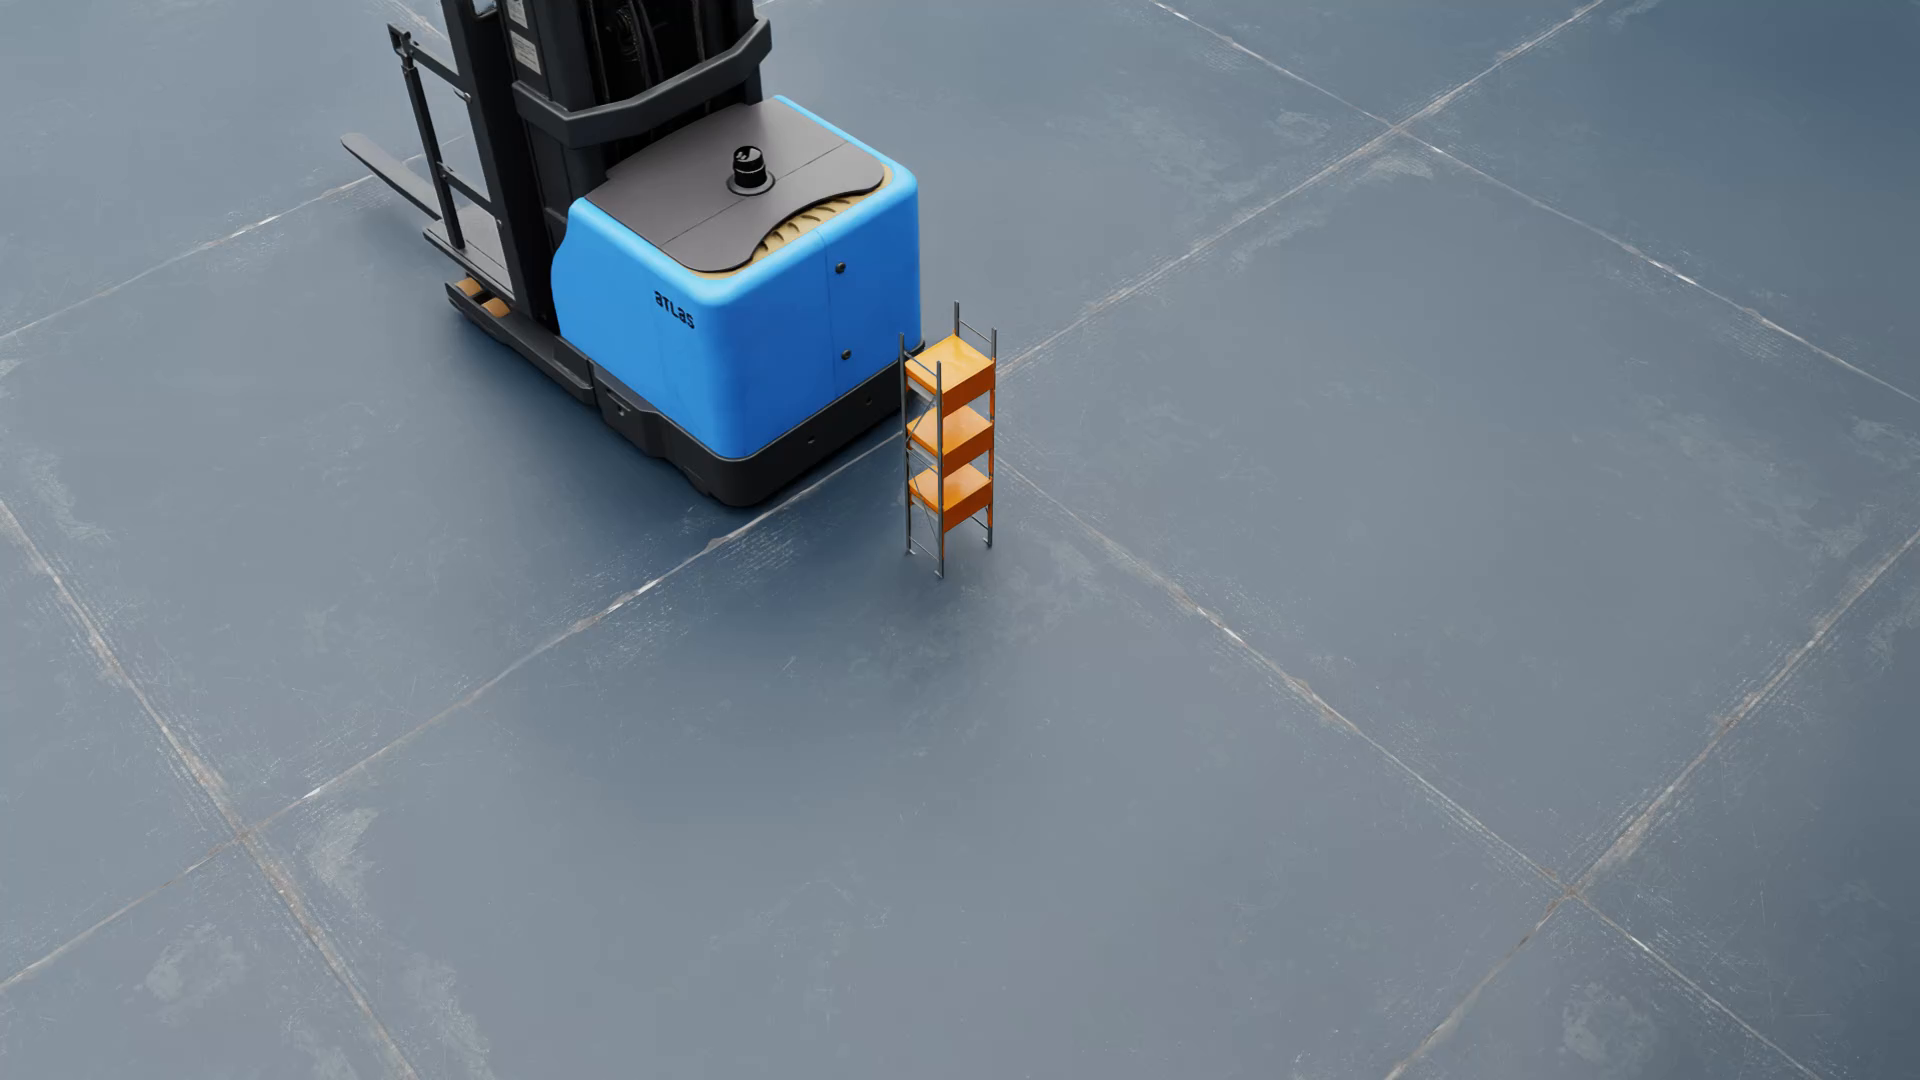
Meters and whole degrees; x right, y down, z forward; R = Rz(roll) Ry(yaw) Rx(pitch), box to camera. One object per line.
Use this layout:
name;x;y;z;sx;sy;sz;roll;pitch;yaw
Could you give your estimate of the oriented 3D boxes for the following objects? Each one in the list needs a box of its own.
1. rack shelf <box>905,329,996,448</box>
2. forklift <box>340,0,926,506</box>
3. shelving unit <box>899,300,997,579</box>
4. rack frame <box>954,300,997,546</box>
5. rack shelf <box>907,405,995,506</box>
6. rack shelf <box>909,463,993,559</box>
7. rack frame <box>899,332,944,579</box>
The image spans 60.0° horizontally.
rack shelf;-0.040;-0.515;5.639;0.240;0.259;0.215;-34;56;-27
forklift;-1.542;-2.092;6.186;3.031;2.935;1.130;36;57;28
shelving unit;-0.040;-0.330;5.840;0.252;1.050;0.215;-34;56;-27
rack frame;0.051;-0.390;5.895;0.008;1.050;0.200;-34;56;-27
rack shelf;-0.040;-0.322;5.848;0.240;0.259;0.215;-34;56;-27
rack shelf;-0.040;-0.134;6.052;0.240;0.259;0.215;-34;56;-27
rack frame;-0.130;-0.269;5.784;0.008;1.050;0.200;-34;56;-27
